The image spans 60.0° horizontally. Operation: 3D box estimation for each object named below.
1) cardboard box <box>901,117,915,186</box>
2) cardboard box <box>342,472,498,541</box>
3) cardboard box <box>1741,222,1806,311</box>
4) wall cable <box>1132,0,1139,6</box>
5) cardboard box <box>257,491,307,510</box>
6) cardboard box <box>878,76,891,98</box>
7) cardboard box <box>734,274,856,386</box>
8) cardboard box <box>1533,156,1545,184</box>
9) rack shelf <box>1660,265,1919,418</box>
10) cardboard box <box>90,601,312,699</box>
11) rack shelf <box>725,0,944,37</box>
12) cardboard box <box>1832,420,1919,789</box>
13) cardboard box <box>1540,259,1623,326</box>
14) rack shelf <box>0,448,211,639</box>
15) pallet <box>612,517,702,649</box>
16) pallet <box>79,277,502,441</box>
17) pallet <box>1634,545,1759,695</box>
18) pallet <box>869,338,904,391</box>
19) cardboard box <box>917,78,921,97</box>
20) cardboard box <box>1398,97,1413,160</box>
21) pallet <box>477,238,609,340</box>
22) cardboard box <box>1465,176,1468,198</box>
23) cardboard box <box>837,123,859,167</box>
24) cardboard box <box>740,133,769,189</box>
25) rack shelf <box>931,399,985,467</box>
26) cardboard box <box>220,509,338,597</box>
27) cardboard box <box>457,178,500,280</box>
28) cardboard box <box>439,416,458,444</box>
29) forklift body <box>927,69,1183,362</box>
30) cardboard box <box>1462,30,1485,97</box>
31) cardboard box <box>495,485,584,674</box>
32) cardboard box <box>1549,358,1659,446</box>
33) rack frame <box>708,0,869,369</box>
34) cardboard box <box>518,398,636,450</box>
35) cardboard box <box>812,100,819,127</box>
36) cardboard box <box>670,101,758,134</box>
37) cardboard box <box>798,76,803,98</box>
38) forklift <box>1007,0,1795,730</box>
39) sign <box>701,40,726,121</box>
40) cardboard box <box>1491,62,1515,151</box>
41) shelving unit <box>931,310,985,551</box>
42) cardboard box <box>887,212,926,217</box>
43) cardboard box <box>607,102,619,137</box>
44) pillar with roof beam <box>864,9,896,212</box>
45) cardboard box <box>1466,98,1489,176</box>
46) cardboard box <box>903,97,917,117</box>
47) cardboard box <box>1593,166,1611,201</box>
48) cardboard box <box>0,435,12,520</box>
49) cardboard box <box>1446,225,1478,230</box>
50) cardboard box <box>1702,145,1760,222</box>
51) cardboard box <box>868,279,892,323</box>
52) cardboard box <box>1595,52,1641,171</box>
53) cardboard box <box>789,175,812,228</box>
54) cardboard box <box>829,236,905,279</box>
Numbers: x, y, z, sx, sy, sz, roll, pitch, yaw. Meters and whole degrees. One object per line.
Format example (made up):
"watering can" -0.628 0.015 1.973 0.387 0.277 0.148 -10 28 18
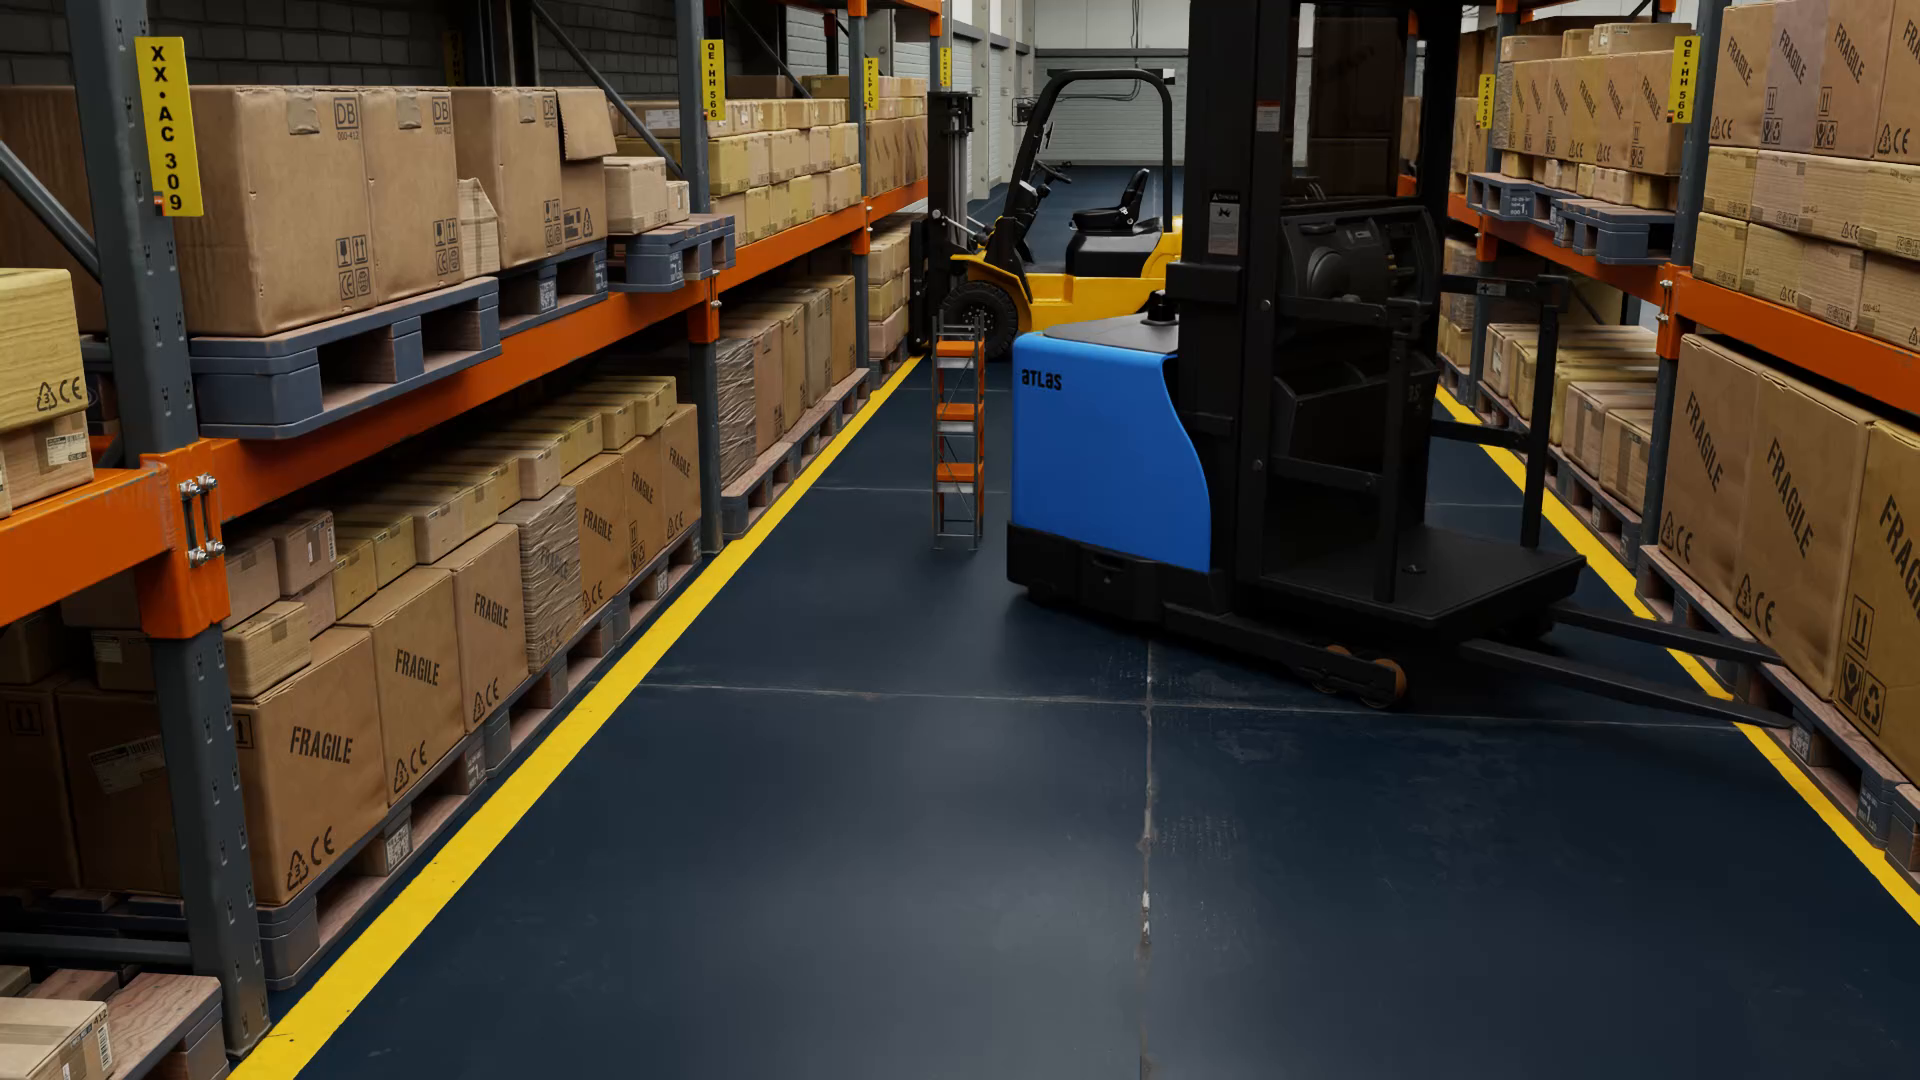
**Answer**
"cardboard box" -0.632 -2.994 12.797 0.500 0.500 0.500 2 15 7
"cardboard box" -1.631 -0.102 5.033 0.380 0.149 0.250 2 15 8
"cardboard box" 3.017 -0.933 5.655 0.500 0.250 0.500 1 15 5
"wall cable" 6.079 -15.586 44.337 3.097 2.526 0.112 2 15 6
"cardboard box" -2.135 -0.049 4.837 0.380 0.149 0.250 2 15 8
"cardboard box" -0.697 -3.221 11.824 0.380 0.149 0.250 2 15 8
"cardboard box" -1.166 -1.362 10.699 0.875 0.625 0.625 2 15 9
"cardboard box" 3.374 -2.038 9.129 0.380 0.149 0.250 2 15 7
"rack shelf" 3.137 -0.393 4.747 1.077 0.370 4.000 2 15 6
"cardboard box" -1.716 0.239 3.774 0.380 0.149 0.250 2 15 9
"rack shelf" -0.892 -4.061 12.566 1.077 0.370 4.000 2 15 6
"cardboard box" 2.996 0.204 4.428 0.875 0.875 0.875 2 15 8
"cardboard box" 4.149 -1.679 11.151 0.500 0.500 0.500 2 15 9
"rack shelf" -2.246 0.499 1.447 1.077 0.370 4.000 2 15 6
"pallet" -1.691 0.134 6.760 1.003 0.211 1.213 2 15 6
"pallet" -1.822 -0.478 4.051 1.003 0.211 1.213 2 15 6
"pallet" 3.199 0.289 6.187 1.003 0.211 1.213 2 15 6
"pallet" -0.987 -1.301 12.067 1.003 0.211 1.213 2 15 6
"cardboard box" -0.518 -3.618 13.292 0.380 0.149 0.250 2 15 8
"cardboard box" 3.937 -3.411 13.769 0.500 0.500 0.500 1 15 5
"pallet" -1.784 -0.807 5.268 1.003 0.211 1.213 2 15 6
"cardboard box" 3.569 -2.332 11.022 0.380 0.149 0.250 2 15 8
"cardboard box" -0.919 -2.476 10.401 0.500 0.250 0.500 1 15 5
"cardboard box" -1.219 -1.811 7.942 0.500 0.250 0.500 2 15 8
"rack shelf" -0.006 -0.483 7.476 0.215 0.259 0.240 2 15 6
"cardboard box" -1.734 0.026 3.989 0.380 0.149 0.250 1 15 4
"cardboard box" -1.483 -0.854 4.525 0.396 0.266 0.258 2 15 9
"cardboard box" -2.066 -0.385 6.079 0.380 0.149 0.250 1 15 4
"forklift body" 0.932 -2.524 12.875 2.313 2.155 1.214 2 15 6
"cardboard box" 4.360 -3.738 13.064 0.700 0.500 0.500 2 15 7
"cardboard box" -1.567 0.116 5.470 0.500 0.500 0.500 1 15 4
"cardboard box" 3.603 -0.728 8.836 0.950 0.372 0.625 2 15 8
"rack frame" -1.118 -2.442 10.945 1.000 3.000 0.127 2 15 6
"cardboard box" -1.447 -0.439 6.281 0.380 0.149 0.250 1 15 4
"cardboard box" -1.017 -2.440 9.506 0.380 0.149 0.250 1 15 5
"cardboard box" -1.192 -2.044 8.042 0.380 0.149 0.250 2 15 7
"cardboard box" -1.296 -3.171 11.639 0.380 0.149 0.250 2 15 6
"forklift" 1.577 -1.001 5.750 1.130 2.935 3.031 -14 21 -42
"sign" -1.029 -1.911 6.918 0.100 0.325 0.005 2 15 6
"cardboard box" 3.476 -2.578 9.883 0.500 0.500 0.500 2 15 8
"shelving unit" -0.006 -0.493 7.474 0.215 1.050 0.252 2 15 6
"cardboard box" -0.409 -2.708 14.480 0.500 0.250 0.500 2 15 8
"cardboard box" -1.734 -1.856 7.345 0.380 0.149 0.250 2 15 8
"pillar with roof beam" 3.314 -7.650 18.715 9.100 9.000 0.400 2 15 6
"cardboard box" 3.617 -2.611 10.809 0.500 0.500 0.500 1 15 5
"cardboard box" -0.548 -3.409 13.088 0.380 0.149 0.250 2 15 7
"cardboard box" 3.145 -1.636 7.642 0.380 0.149 0.250 1 15 4
"cardboard box" -1.814 -0.087 2.719 0.380 0.149 0.250 2 15 8
"cardboard box" 3.843 -2.228 13.182 0.500 0.500 0.500 1 15 4
"cardboard box" 3.060 -1.304 6.067 0.500 0.250 0.500 2 15 6
"cardboard box" -0.757 -1.675 11.614 0.500 0.250 0.500 2 15 6
"cardboard box" 3.186 -1.914 7.428 0.500 0.500 0.500 1 15 5
"cardboard box" -1.103 -1.838 9.001 0.500 0.250 0.500 2 15 8
"cardboard box" -0.684 -2.048 12.038 0.500 0.250 0.500 2 15 6
